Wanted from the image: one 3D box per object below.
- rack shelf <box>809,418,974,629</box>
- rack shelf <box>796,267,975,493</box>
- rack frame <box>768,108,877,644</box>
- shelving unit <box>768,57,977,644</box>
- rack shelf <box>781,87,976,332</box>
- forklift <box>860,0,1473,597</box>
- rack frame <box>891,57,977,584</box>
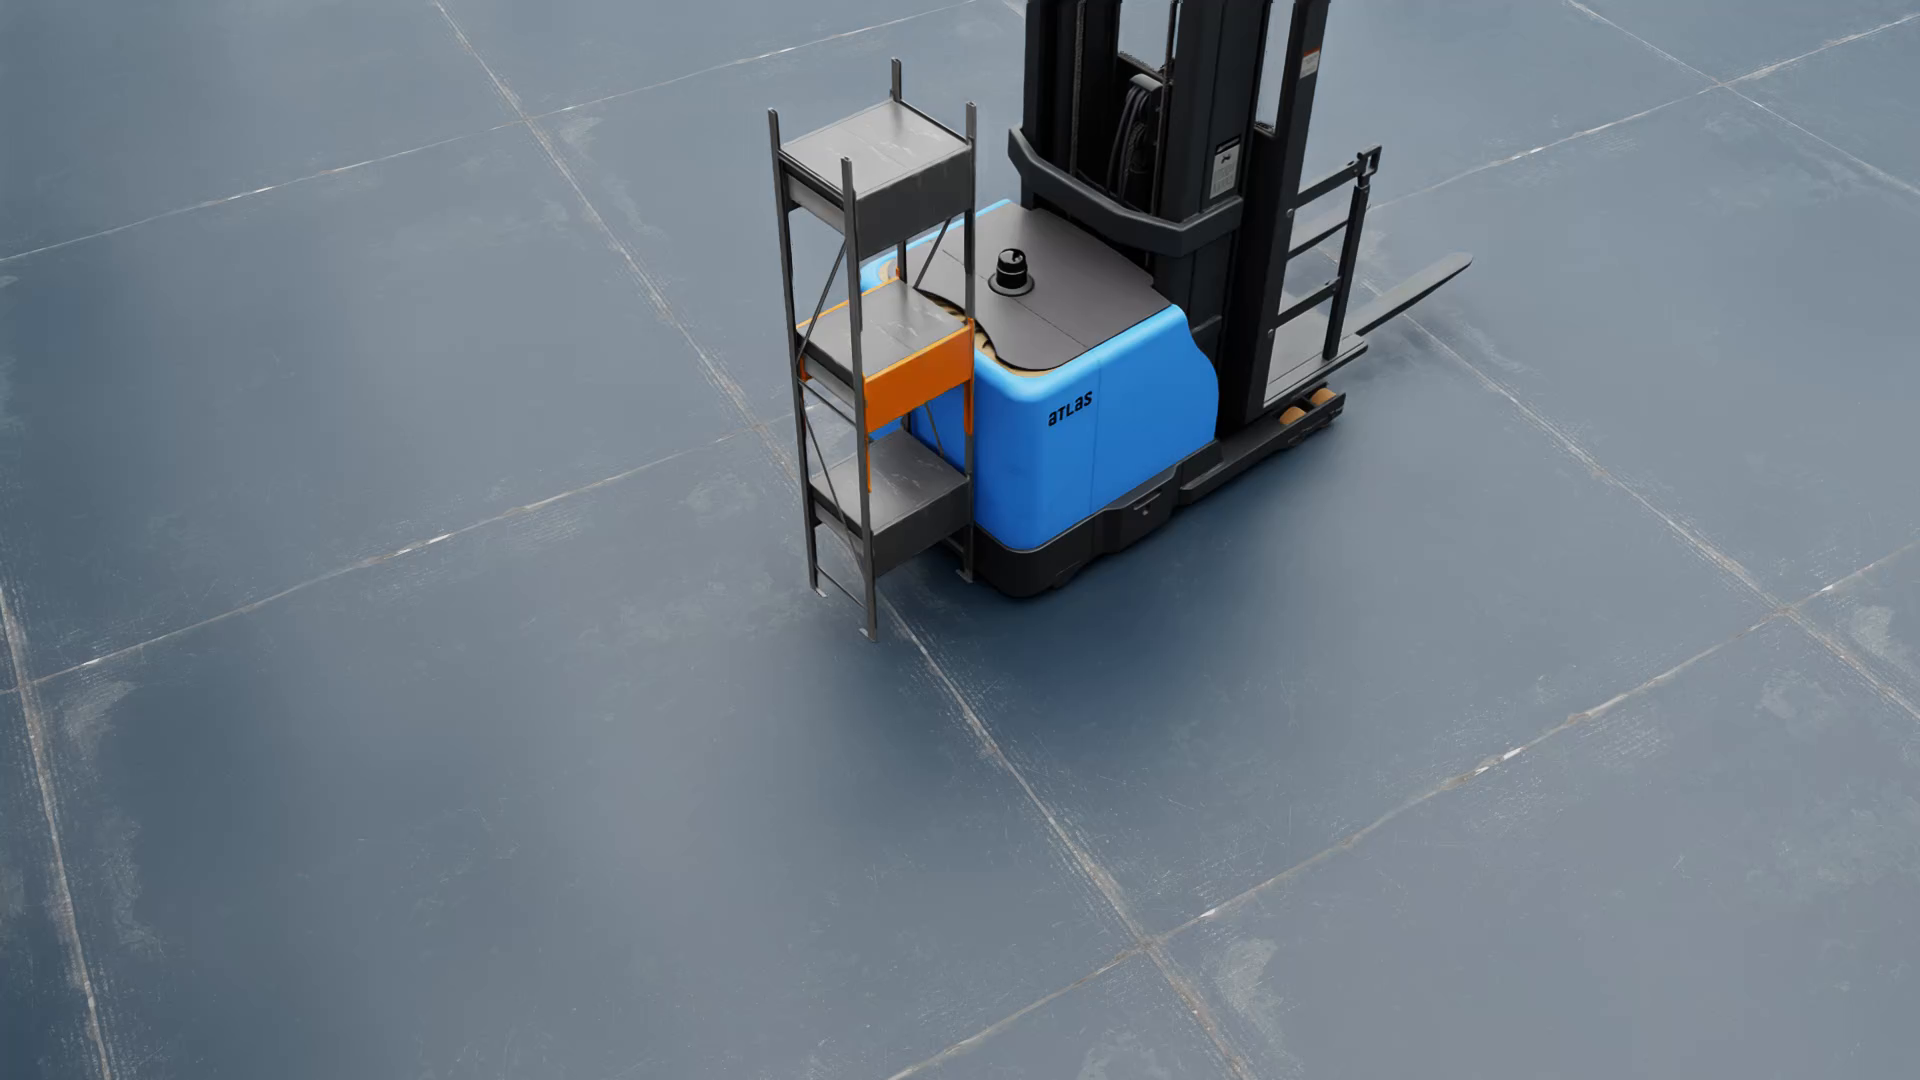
[{"bbox_3d":[-0.269,-0.064,6.333,0.480,0.518,0.431,-31,52,-28],"label":"rack shelf"},{"bbox_3d":[-0.269,-0.566,5.846,0.480,0.518,0.431,-31,52,-28],"label":"rack shelf"},{"bbox_3d":[-0.454,-0.465,5.722,0.015,2.100,0.400,-31,52,-28],"label":"rack frame"},{"bbox_3d":[-0.269,-0.576,5.836,0.503,2.100,0.431,-31,52,-28],"label":"shelving unit"},{"bbox_3d":[-0.269,-1.069,5.358,0.480,0.518,0.431,-31,52,-28],"label":"rack shelf"},{"bbox_3d":[1.040,-1.711,6.408,3.031,2.935,1.130,-31,52,-28],"label":"forklift"},{"bbox_3d":[-0.085,-0.687,5.951,0.015,2.100,0.400,-31,52,-28],"label":"rack frame"}]
